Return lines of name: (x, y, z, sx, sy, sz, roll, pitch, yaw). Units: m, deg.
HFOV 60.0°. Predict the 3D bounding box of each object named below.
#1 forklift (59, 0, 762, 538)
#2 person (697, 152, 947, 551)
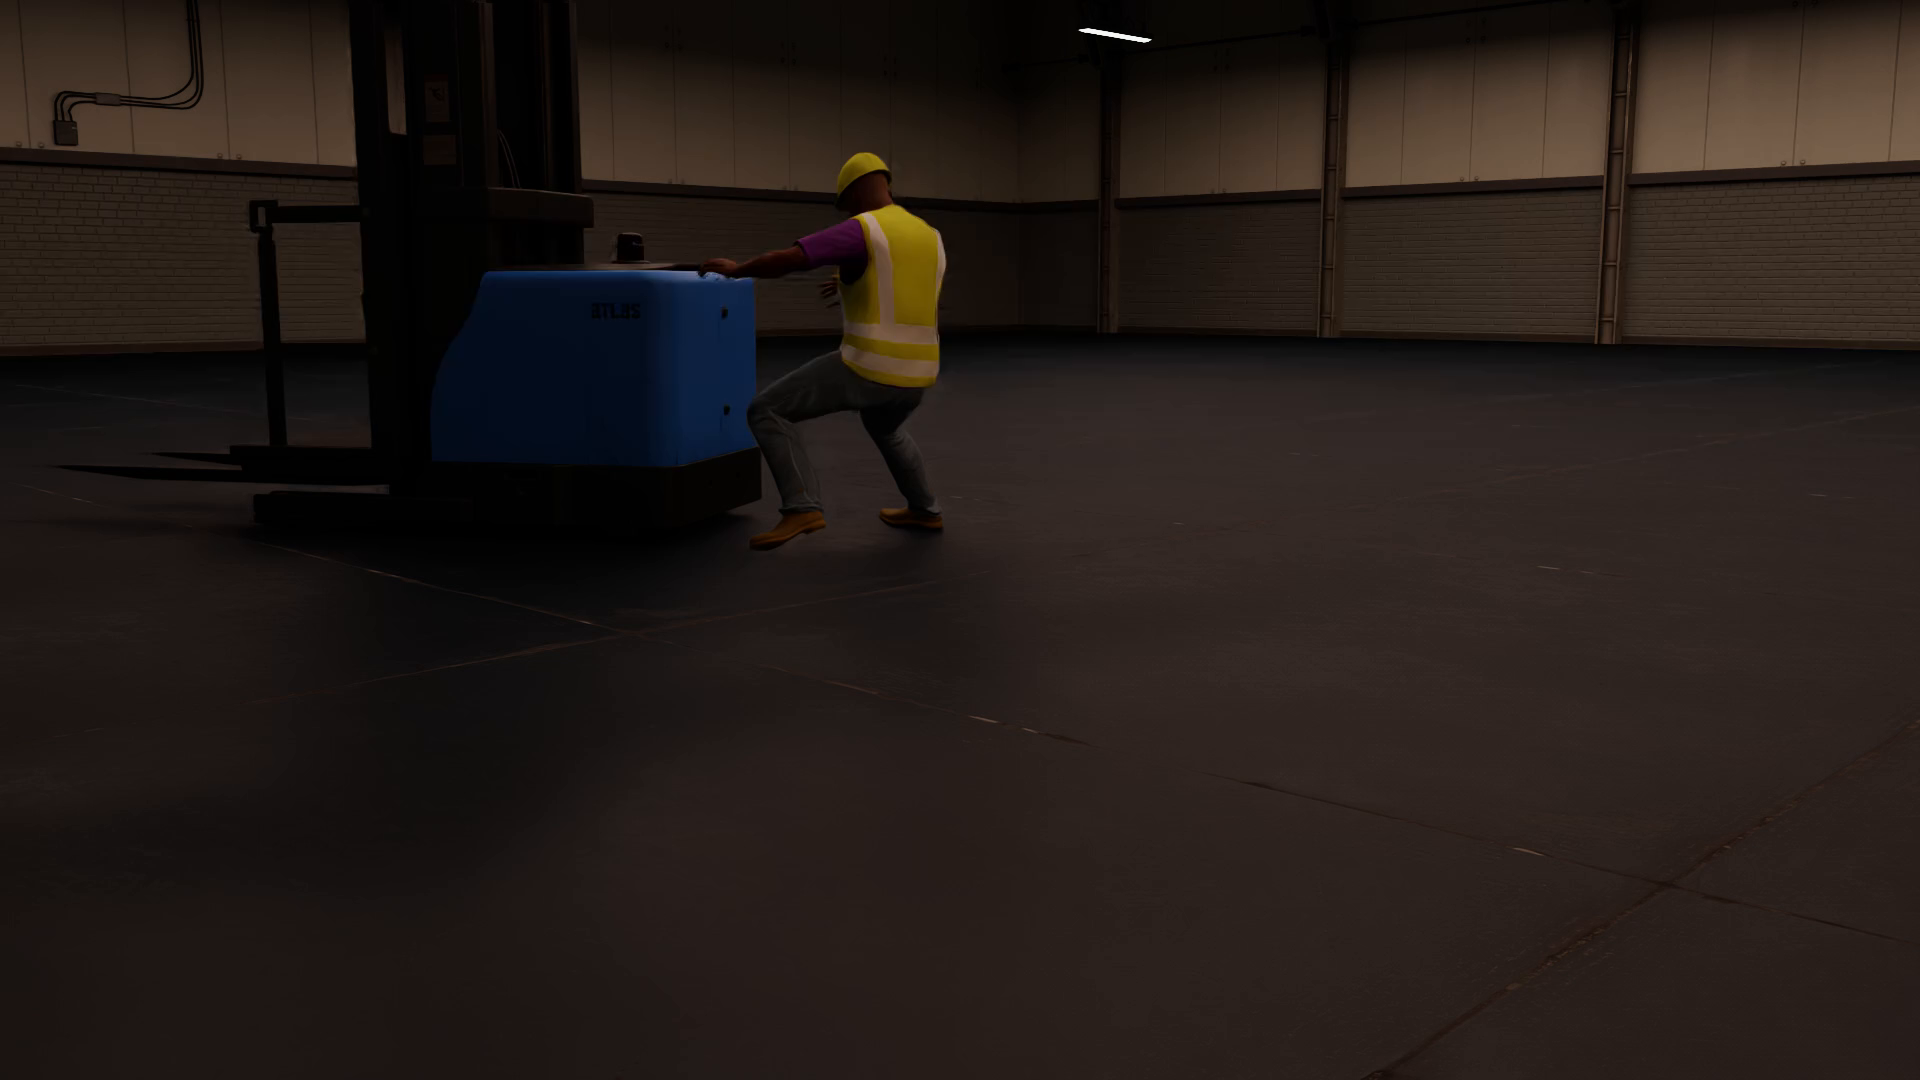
forklift: (-2.464, -1.551, 7.176, 3.031, 2.935, 1.130, 2, 9, 14)
person: (-0.444, -0.745, 6.550, 0.735, 1.528, 1.133, 8, 12, 42)
